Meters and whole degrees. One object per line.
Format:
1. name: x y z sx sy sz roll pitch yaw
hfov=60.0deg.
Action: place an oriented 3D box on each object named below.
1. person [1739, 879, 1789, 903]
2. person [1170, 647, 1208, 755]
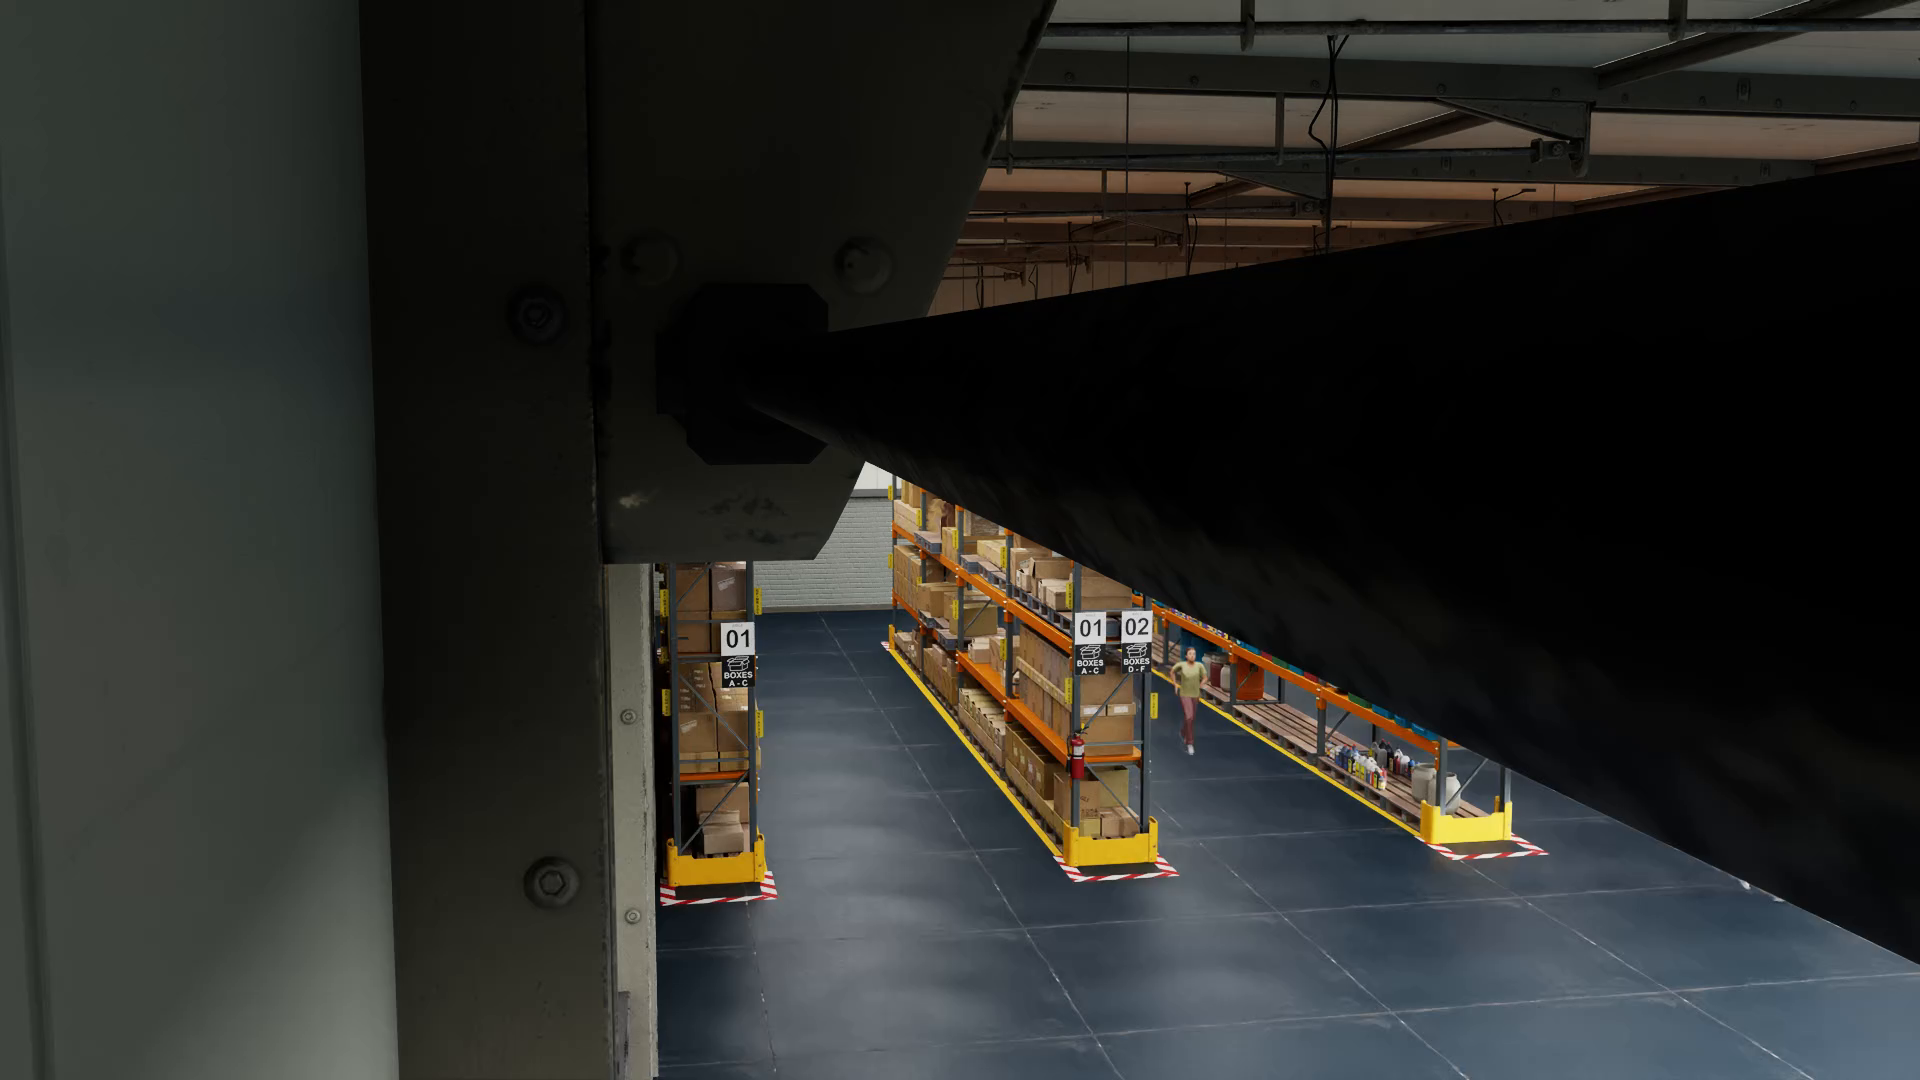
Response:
1. person: 9.452 3.373 19.434 0.765 1.740 0.659 2 6 17
2. person: 3.754 2.570 27.114 0.569 1.703 0.839 -1 6 -12
